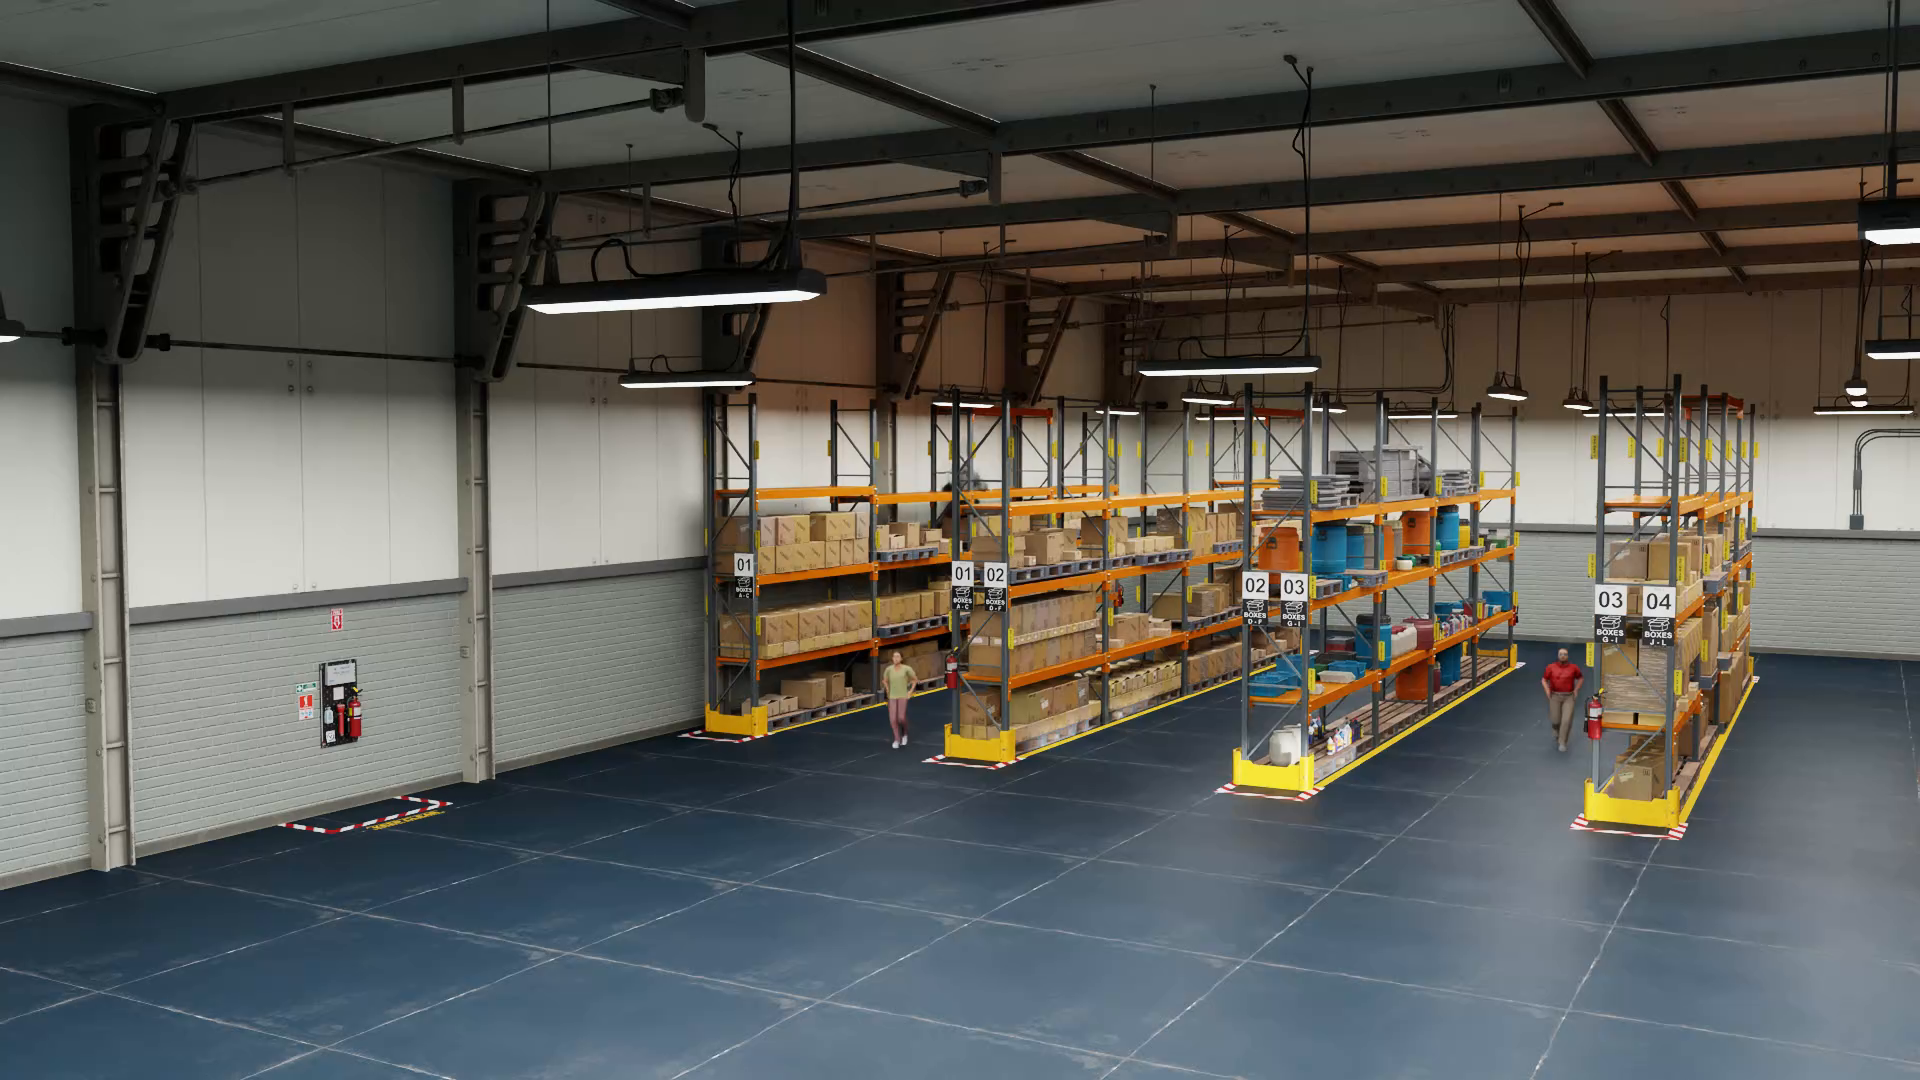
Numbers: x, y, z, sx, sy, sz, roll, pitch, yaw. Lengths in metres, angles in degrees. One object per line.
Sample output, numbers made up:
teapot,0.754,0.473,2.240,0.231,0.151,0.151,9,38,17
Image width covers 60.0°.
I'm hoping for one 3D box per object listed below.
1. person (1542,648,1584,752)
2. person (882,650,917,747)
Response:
person,10.091,2.661,27.846,0.663,1.700,0.752,1,3,18
person,-1.040,2.668,27.895,0.580,1.643,0.524,1,3,12
